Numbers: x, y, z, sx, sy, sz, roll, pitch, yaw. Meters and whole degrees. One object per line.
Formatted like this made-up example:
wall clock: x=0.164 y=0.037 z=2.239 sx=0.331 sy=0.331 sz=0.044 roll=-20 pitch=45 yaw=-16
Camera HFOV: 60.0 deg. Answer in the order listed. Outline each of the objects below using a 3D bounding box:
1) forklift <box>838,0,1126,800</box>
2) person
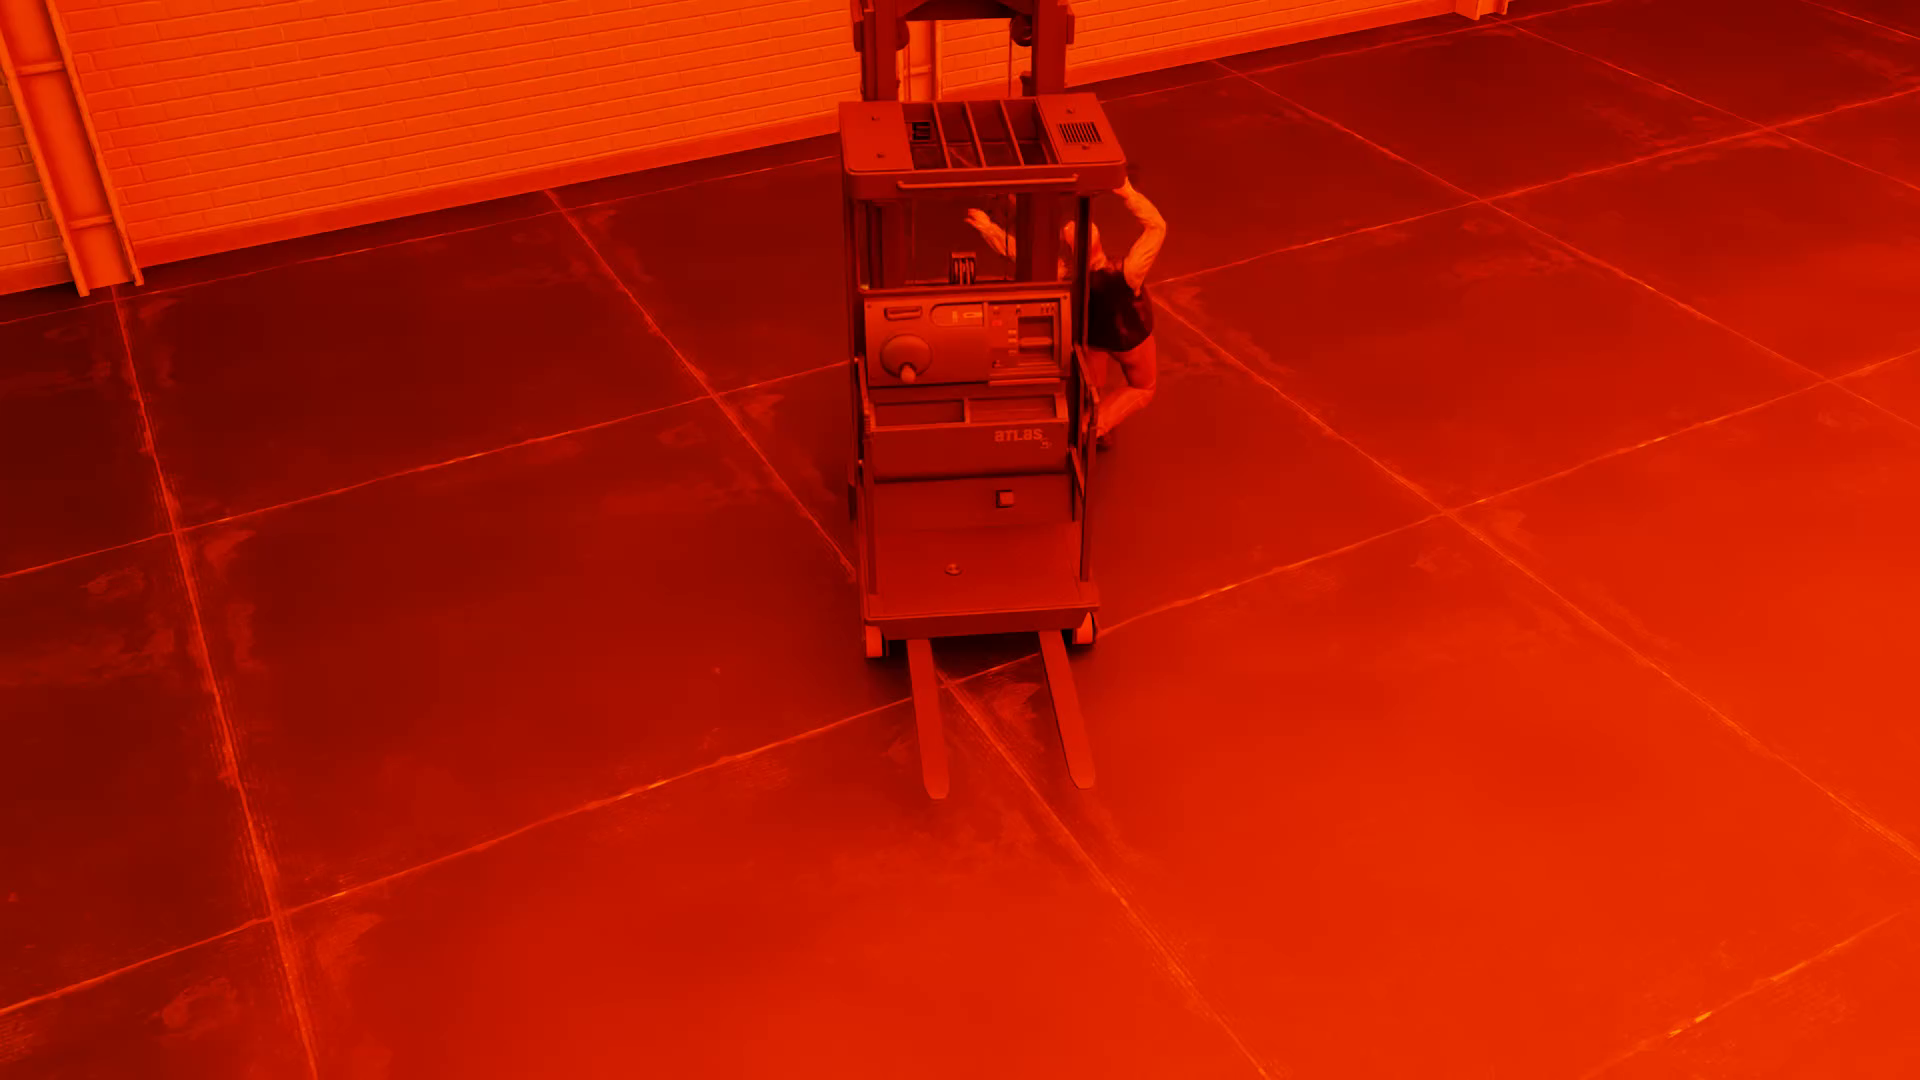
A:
forklift: x=0.061 y=-0.846 z=7.320 sx=1.130 sy=2.935 sz=3.031 roll=-3 pitch=35 yaw=-5
person: x=0.622 y=-1.338 z=9.214 sx=1.081 sy=1.598 sz=0.833 roll=18 pitch=39 yaw=24
